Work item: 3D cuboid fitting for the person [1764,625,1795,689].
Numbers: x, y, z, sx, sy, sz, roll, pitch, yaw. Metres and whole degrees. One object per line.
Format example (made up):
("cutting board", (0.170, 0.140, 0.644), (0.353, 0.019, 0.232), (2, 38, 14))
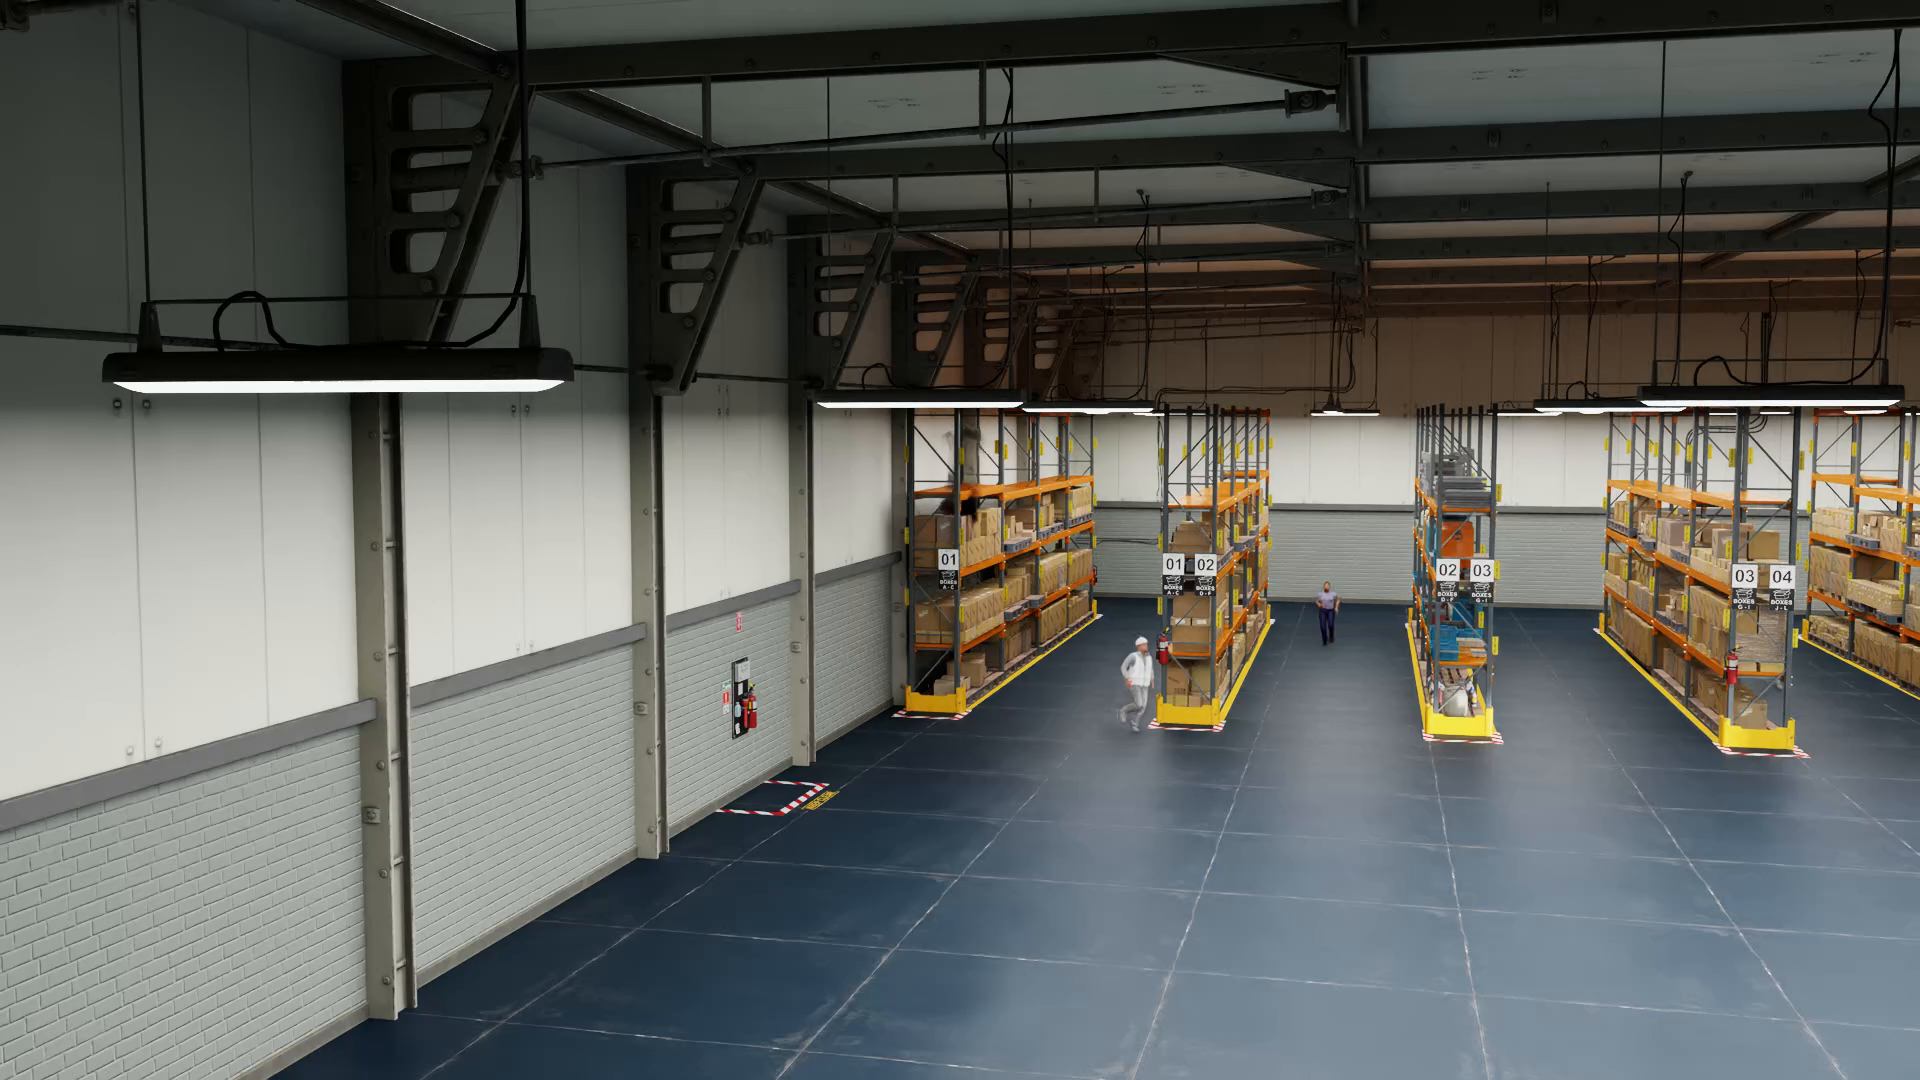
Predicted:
("person", (17.426, 2.286, 35.398), (0.720, 1.738, 0.579), (1, 4, 8))

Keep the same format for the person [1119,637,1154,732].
("person", (3.318, 2.645, 30.627), (0.684, 1.700, 0.555), (-2, 5, -30))

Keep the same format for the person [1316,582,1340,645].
("person", (9.274, 1.870, 41.985), (0.593, 1.588, 0.577), (1, 4, 14))
